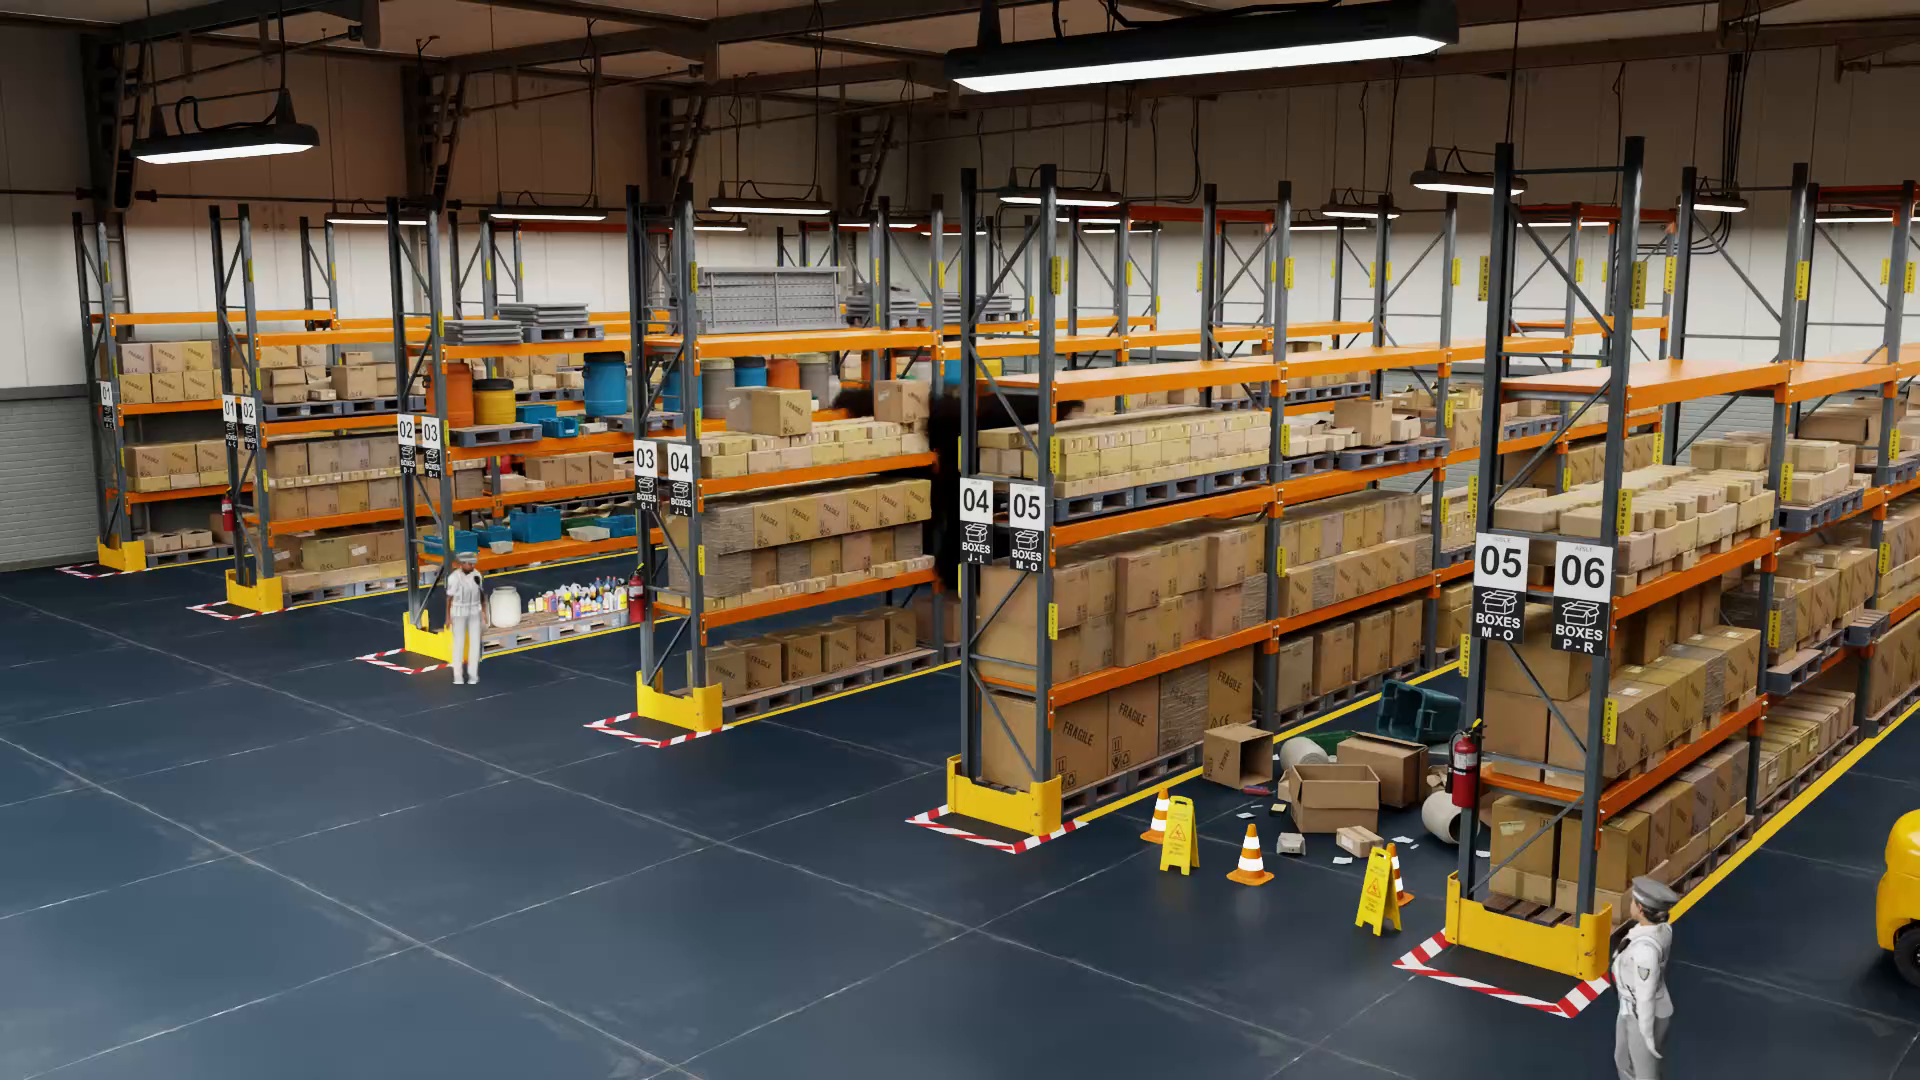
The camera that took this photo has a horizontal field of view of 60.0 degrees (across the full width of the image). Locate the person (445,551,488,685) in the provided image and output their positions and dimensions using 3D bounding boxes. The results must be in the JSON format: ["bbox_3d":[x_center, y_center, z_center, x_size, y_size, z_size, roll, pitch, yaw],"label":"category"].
[{"bbox_3d":[-6.116,0.954,20.582,0.497,1.666,0.418,-7,12,-38],"label":"person"}]

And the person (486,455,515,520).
[{"bbox_3d":[-8.924,-1.059,32.426,0.402,1.755,0.565,5,11,27],"label":"person"}]

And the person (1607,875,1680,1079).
[{"bbox_3d":[3.939,2.770,9.646,0.398,1.718,0.603,3,10,18],"label":"person"}]
